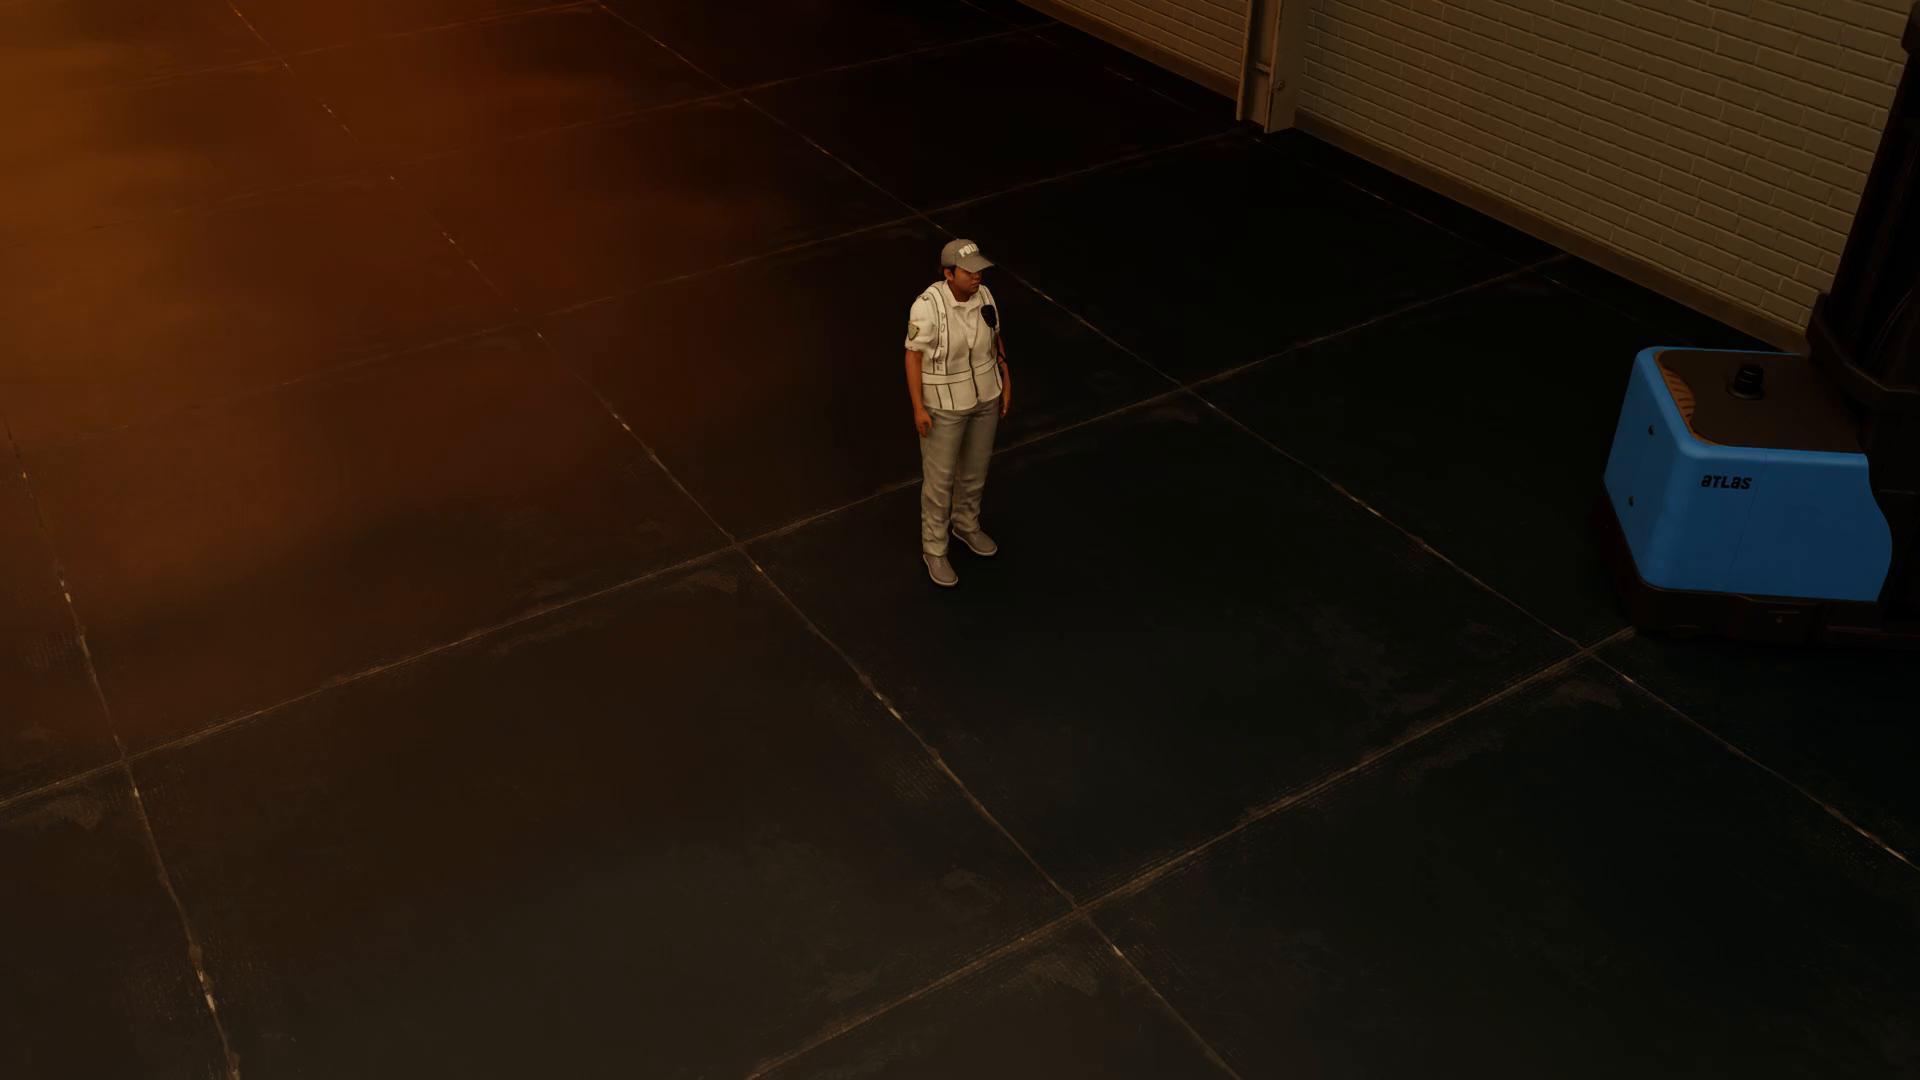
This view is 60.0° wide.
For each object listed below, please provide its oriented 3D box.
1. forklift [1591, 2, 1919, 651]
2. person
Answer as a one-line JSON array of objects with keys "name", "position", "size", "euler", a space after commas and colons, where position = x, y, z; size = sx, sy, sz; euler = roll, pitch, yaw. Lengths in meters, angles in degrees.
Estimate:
[{"name": "forklift", "position": [4.774, -0.921, 7.458], "size": [3.031, 2.935, 1.130], "euler": [4, 35, 5]}, {"name": "person", "position": [0.023, -0.645, 8.150], "size": [0.598, 1.670, 0.529], "euler": [-21, 40, -27]}]
